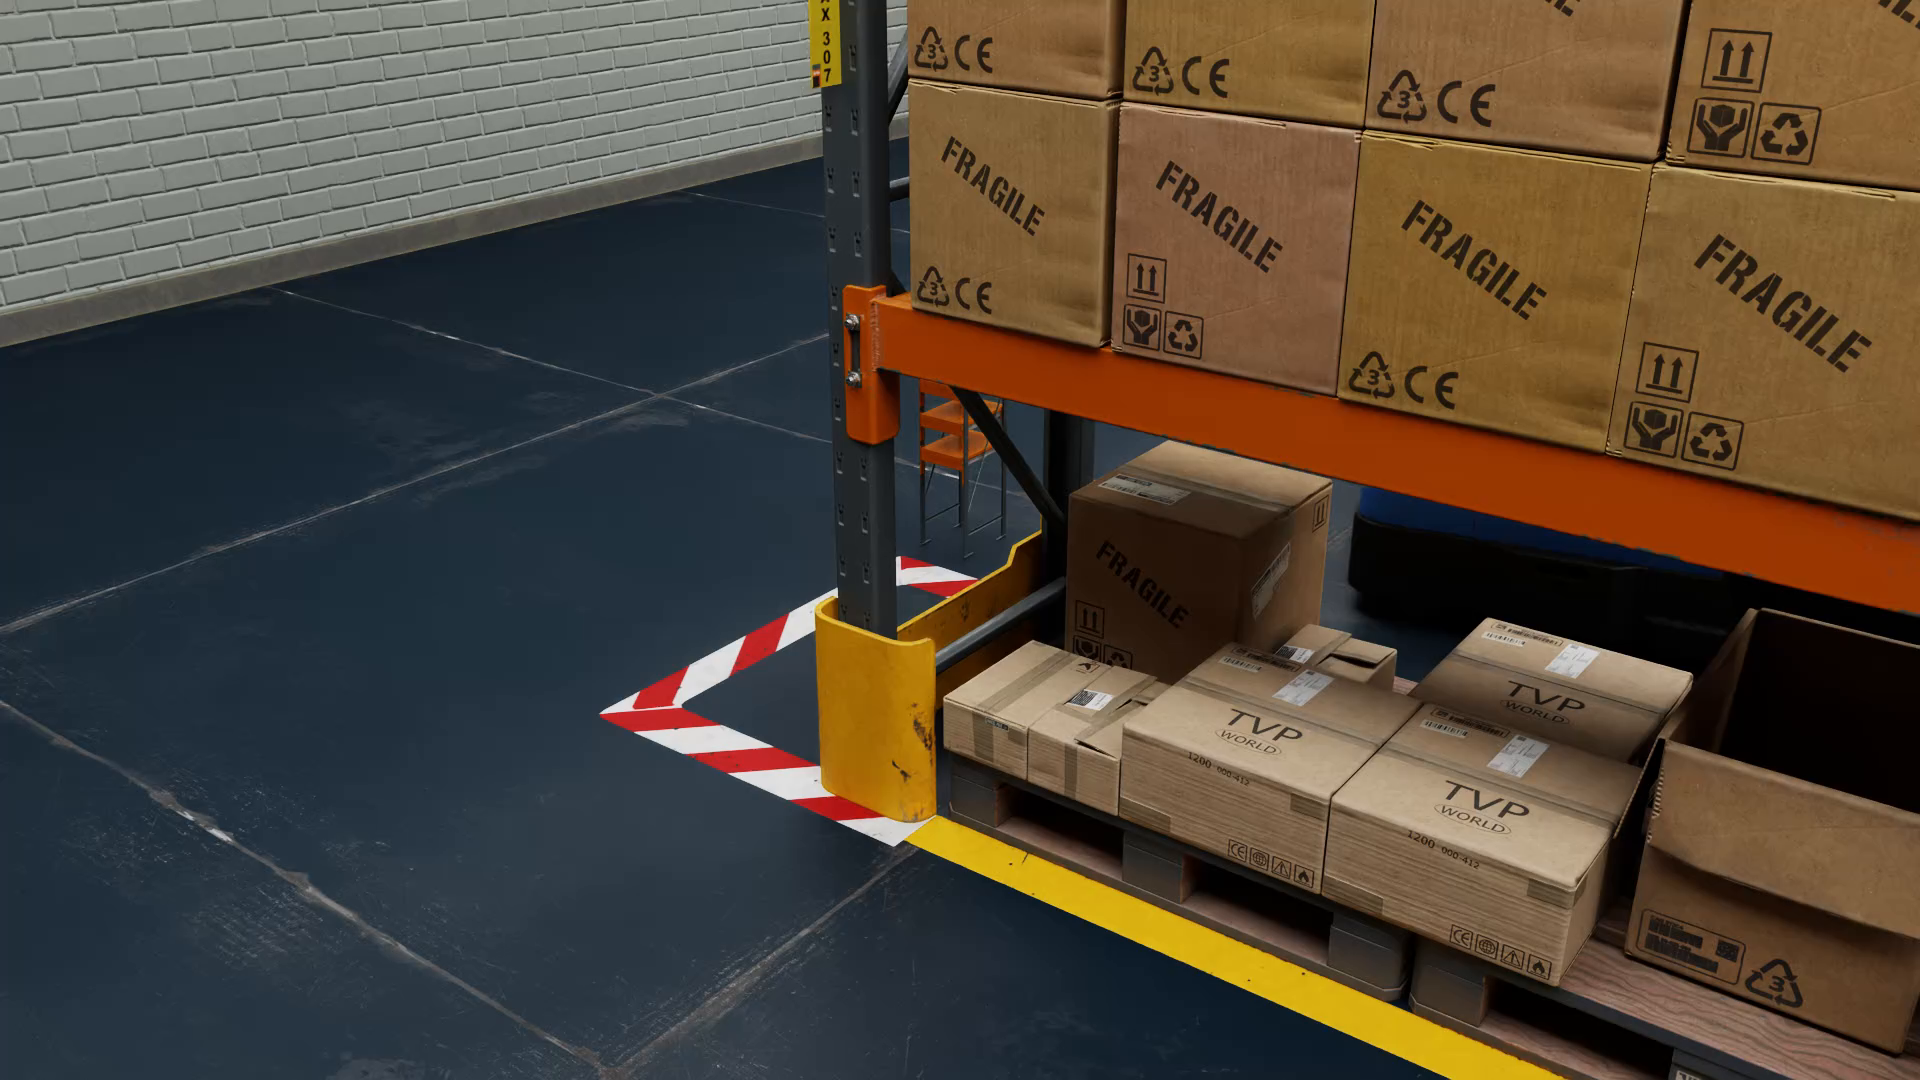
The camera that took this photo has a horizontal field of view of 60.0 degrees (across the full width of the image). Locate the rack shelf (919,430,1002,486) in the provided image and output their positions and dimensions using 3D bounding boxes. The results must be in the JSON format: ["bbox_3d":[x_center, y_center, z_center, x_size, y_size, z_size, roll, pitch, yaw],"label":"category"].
[{"bbox_3d":[0.012,-0.285,5.615,0.180,0.103,0.258,17,29,33],"label":"rack shelf"}]

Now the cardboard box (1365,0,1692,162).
[{"bbox_3d":[1.058,-0.969,2.864,0.500,0.500,0.500,17,29,34],"label":"cardboard box"}]

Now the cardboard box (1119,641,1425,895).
[{"bbox_3d":[0.706,0.497,3.767,0.500,0.250,0.500,17,29,33],"label":"cardboard box"}]

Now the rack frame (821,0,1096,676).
[{"bbox_3d":[0.041,-0.904,4.082,0.127,3.000,1.000,17,29,33],"label":"rack frame"}]

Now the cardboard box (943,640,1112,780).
[{"bbox_3d":[0.170,0.411,4.087,0.250,0.149,0.380,17,29,33],"label":"cardboard box"}]

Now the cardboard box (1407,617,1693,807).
[{"bbox_3d":[1.366,0.444,3.887,0.500,0.250,0.500,17,29,33],"label":"cardboard box"}]

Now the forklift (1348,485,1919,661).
[{"bbox_3d":[2.790,-1.056,4.512,3.031,2.935,1.130,10,26,22],"label":"forklift"}]

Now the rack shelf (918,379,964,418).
[{"bbox_3d":[0.012,-0.505,5.518,0.180,0.103,0.258,17,29,33],"label":"rack shelf"}]

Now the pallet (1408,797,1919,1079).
[{"bbox_3d":[1.712,0.878,3.496,1.213,0.211,1.003,17,29,33],"label":"pallet"}]

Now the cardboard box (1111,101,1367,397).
[{"bbox_3d":[0.654,-0.635,3.346,0.500,0.500,0.500,16,29,33],"label":"cardboard box"}]

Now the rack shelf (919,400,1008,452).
[{"bbox_3d":[0.012,-0.395,5.566,0.180,0.103,0.258,17,29,33],"label":"rack shelf"}]

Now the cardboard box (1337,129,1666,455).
[{"bbox_3d":[1.054,-0.512,3.069,0.500,0.500,0.500,17,29,33],"label":"cardboard box"}]

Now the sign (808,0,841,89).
[{"bbox_3d":[-0.285,-1.125,3.510,0.005,0.325,0.100,17,29,33],"label":"sign"}]

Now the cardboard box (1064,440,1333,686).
[{"bbox_3d":[0.624,0.090,4.380,0.500,0.500,0.500,17,29,33],"label":"cardboard box"}]

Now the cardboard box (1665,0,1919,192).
[{"bbox_3d":[1.465,-0.846,2.586,0.500,0.500,0.500,17,29,33],"label":"cardboard box"}]

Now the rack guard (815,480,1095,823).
[{"bbox_3d":[0.102,0.258,4.545,0.348,0.500,1.175,17,29,33],"label":"rack guard"}]

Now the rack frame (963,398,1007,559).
[{"bbox_3d":[0.085,-0.523,5.450,0.006,1.200,0.240,17,29,33],"label":"rack frame"}]

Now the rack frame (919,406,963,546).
[{"bbox_3d":[-0.062,-0.568,5.550,0.006,1.200,0.240,17,29,33],"label":"rack frame"}]

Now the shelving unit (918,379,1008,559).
[{"bbox_3d":[0.012,-0.546,5.500,0.189,1.200,0.258,17,29,33],"label":"shelving unit"}]

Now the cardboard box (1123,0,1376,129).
[{"bbox_3d":[0.661,-1.091,3.143,0.500,0.500,0.500,17,29,34],"label":"cardboard box"}]

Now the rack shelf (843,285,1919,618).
[{"bbox_3d":[1.641,-0.092,3.130,4.000,0.370,1.077,17,29,33],"label":"rack shelf"}]

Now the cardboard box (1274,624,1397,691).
[{"bbox_3d":[0.894,0.370,4.159,0.250,0.166,0.380,17,29,33],"label":"cardboard box"}]

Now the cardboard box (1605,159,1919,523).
[{"bbox_3d":[1.453,-0.391,2.793,0.500,0.500,0.500,17,29,34],"label":"cardboard box"}]

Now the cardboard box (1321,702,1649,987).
[{"bbox_3d":[1.106,0.617,3.493,0.500,0.250,0.500,17,29,33],"label":"cardboard box"}]

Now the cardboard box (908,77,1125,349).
[{"bbox_3d":[0.238,-0.758,3.626,0.500,0.500,0.500,18,29,34],"label":"cardboard box"}]

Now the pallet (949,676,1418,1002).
[{"bbox_3d":[0.740,0.583,4.166,1.213,0.211,1.003,17,29,33],"label":"pallet"}]

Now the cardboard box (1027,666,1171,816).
[{"bbox_3d":[0.370,0.463,3.946,0.250,0.166,0.380,17,29,33],"label":"cardboard box"}]

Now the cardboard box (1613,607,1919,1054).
[{"bbox_3d":[1.735,0.551,3.329,0.637,0.503,0.797,17,29,33],"label":"cardboard box"}]

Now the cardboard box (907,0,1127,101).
[{"bbox_3d":[0.238,-1.215,3.424,0.500,0.500,0.500,18,29,35],"label":"cardboard box"}]
